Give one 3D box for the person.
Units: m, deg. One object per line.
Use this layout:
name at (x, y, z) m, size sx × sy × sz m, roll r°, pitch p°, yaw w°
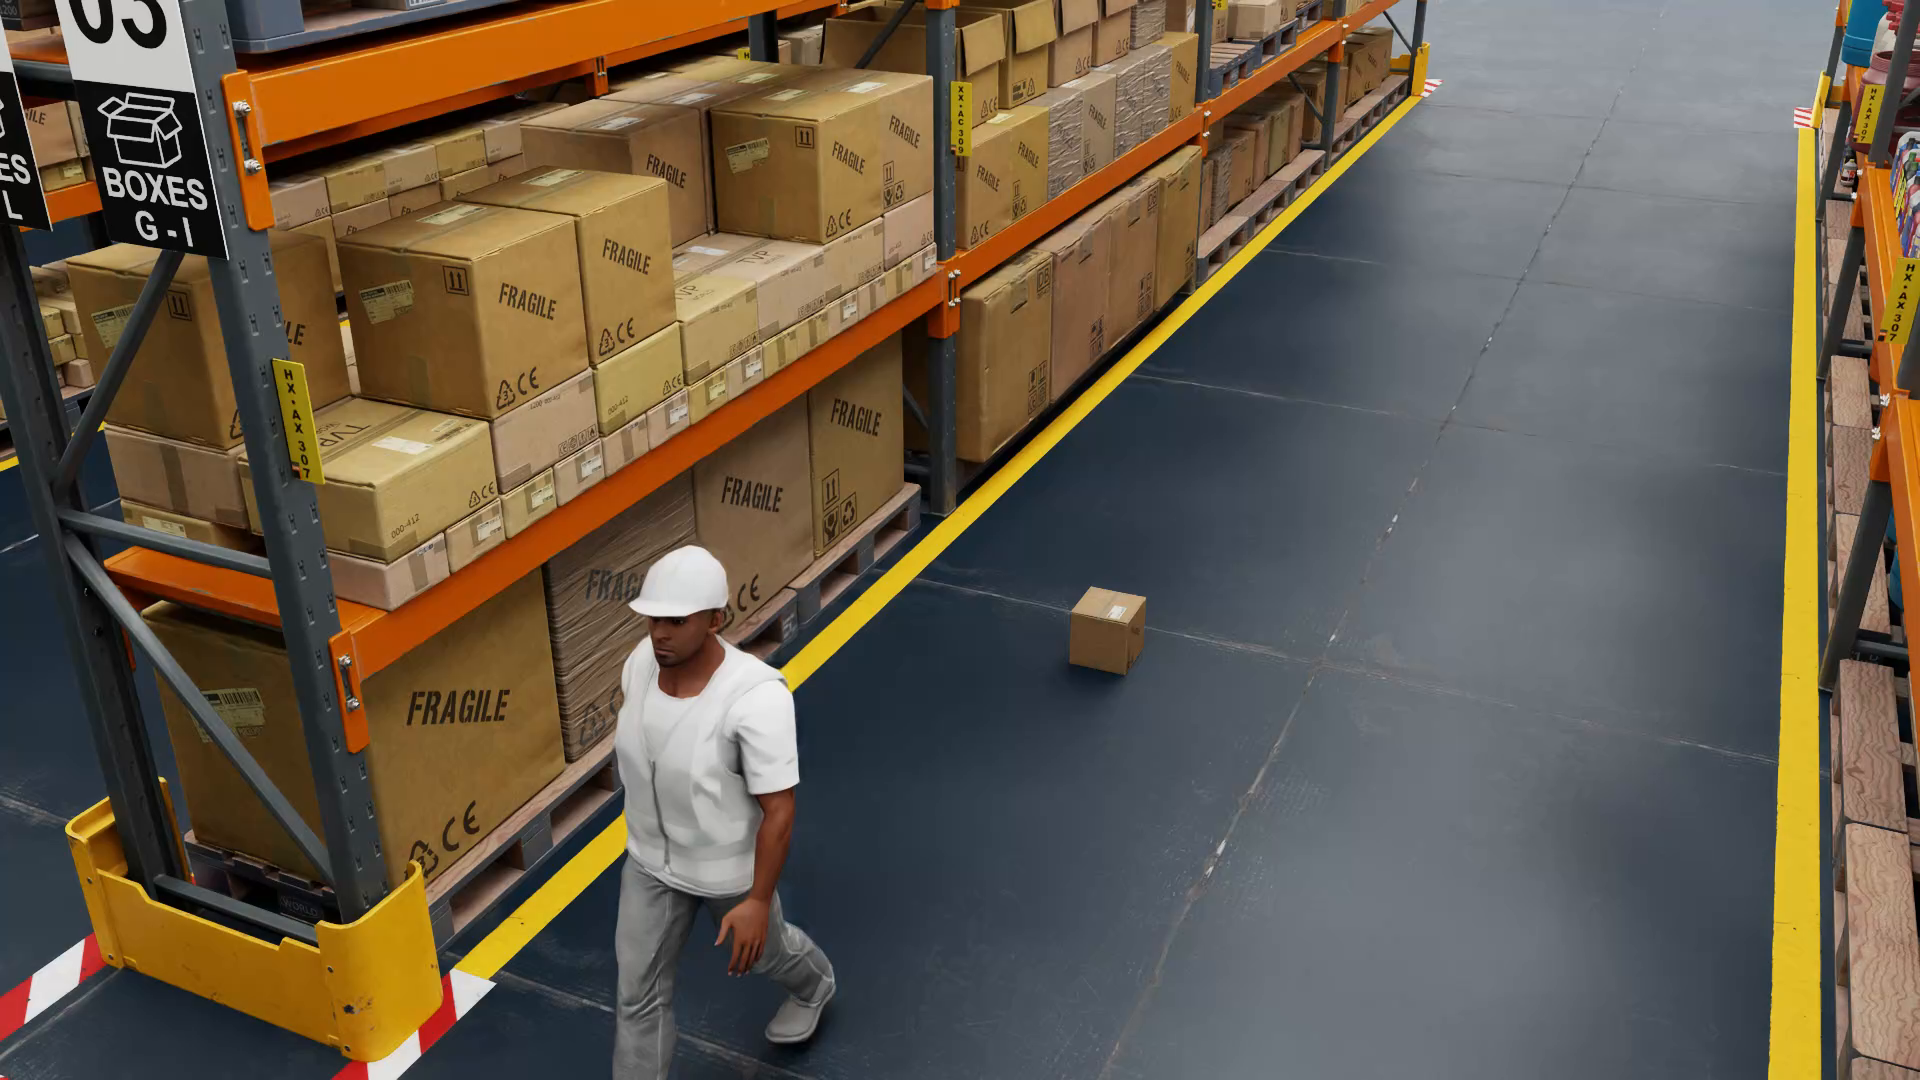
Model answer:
person at (-0.690, 0.841, 4.367) m, size 0.598 × 1.722 × 1.039 m, roll 13°, pitch 29°, yaw 25°
